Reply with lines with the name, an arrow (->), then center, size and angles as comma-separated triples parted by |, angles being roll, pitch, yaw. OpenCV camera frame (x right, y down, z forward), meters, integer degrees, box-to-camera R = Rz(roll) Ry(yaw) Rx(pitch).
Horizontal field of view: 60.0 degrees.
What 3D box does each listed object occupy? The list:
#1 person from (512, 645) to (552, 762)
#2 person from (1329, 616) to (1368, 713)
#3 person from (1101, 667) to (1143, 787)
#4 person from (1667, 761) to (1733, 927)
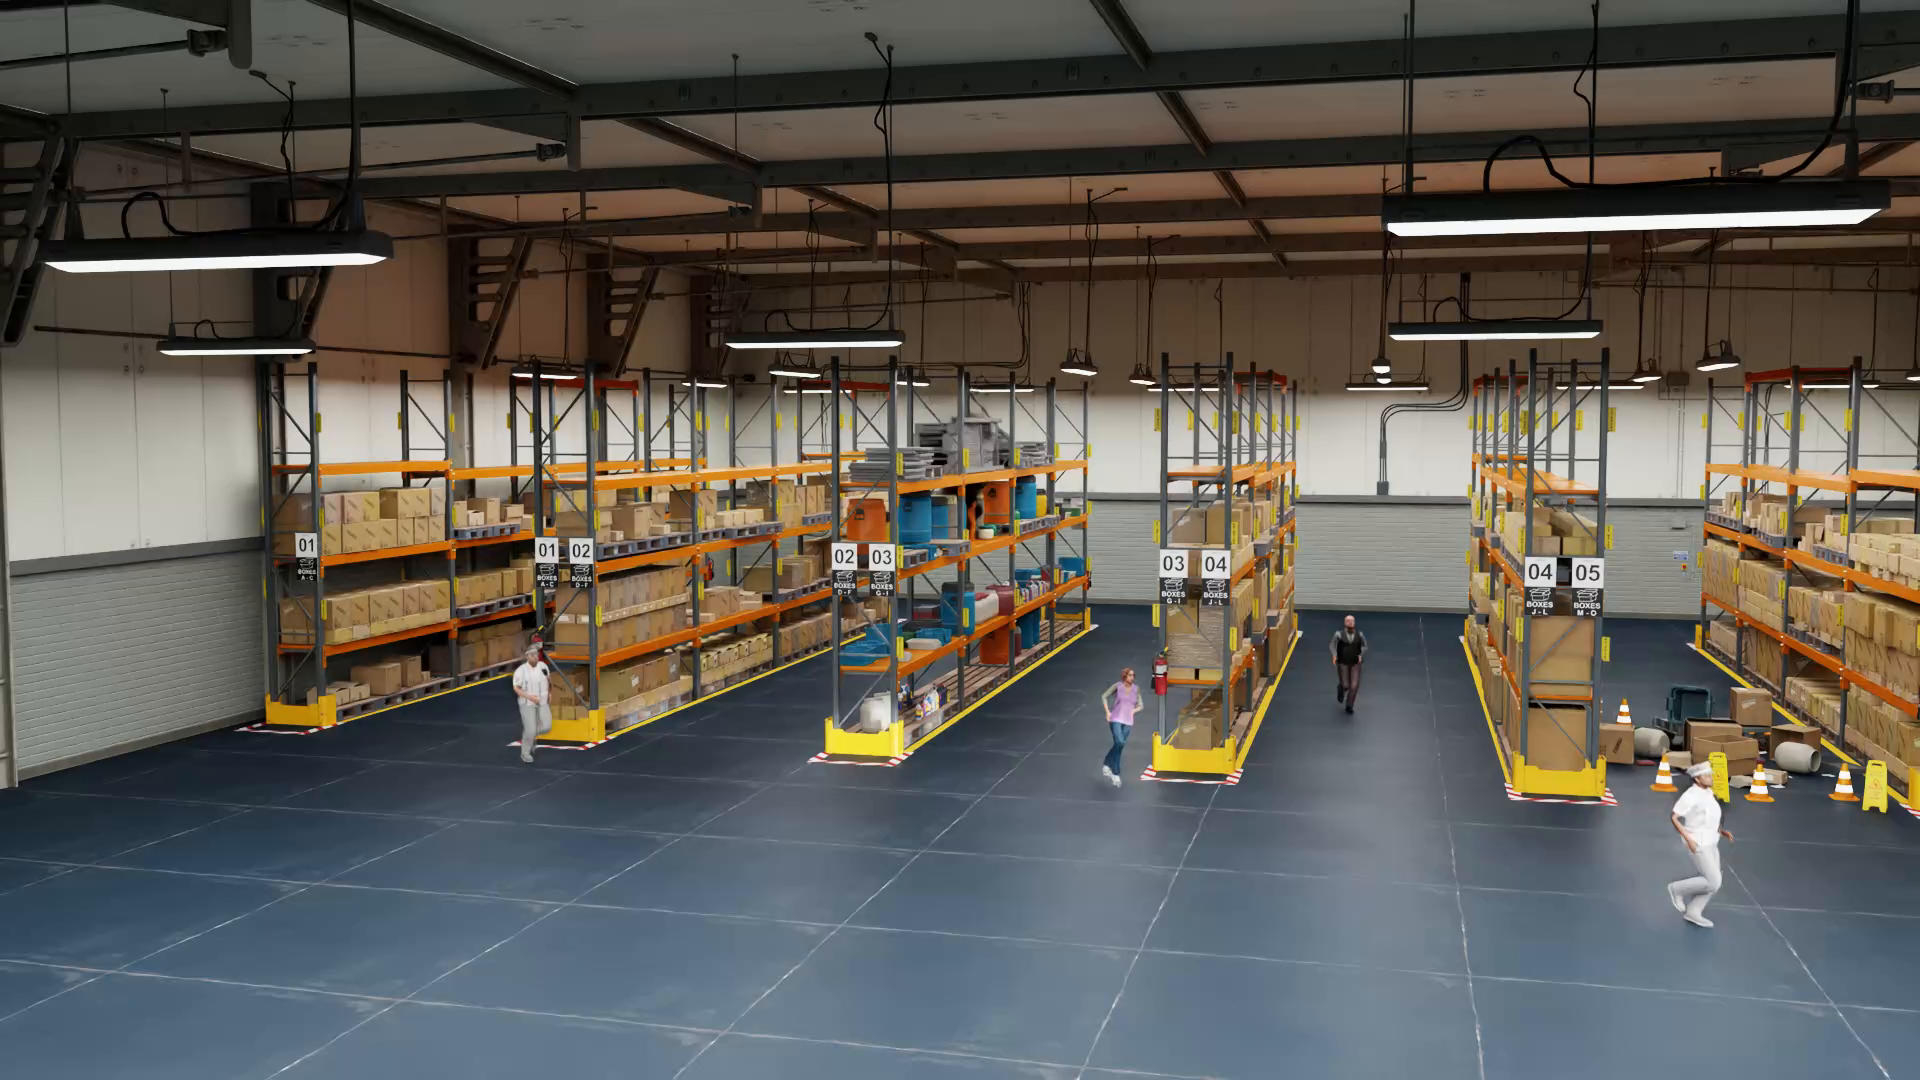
person -> -6.291, 2.409, 24.638 | 0.698, 1.749, 0.658 | -4, 6, -44
person -> 6.738, 2.145, 28.816 | 0.665, 1.680, 0.583 | 0, 4, 4
person -> 2.279, 2.582, 23.266 | 0.522, 1.619, 0.688 | -2, 4, -21
person -> 7.395, 3.019, 16.575 | 0.581, 1.660, 0.555 | -3, 5, -40
